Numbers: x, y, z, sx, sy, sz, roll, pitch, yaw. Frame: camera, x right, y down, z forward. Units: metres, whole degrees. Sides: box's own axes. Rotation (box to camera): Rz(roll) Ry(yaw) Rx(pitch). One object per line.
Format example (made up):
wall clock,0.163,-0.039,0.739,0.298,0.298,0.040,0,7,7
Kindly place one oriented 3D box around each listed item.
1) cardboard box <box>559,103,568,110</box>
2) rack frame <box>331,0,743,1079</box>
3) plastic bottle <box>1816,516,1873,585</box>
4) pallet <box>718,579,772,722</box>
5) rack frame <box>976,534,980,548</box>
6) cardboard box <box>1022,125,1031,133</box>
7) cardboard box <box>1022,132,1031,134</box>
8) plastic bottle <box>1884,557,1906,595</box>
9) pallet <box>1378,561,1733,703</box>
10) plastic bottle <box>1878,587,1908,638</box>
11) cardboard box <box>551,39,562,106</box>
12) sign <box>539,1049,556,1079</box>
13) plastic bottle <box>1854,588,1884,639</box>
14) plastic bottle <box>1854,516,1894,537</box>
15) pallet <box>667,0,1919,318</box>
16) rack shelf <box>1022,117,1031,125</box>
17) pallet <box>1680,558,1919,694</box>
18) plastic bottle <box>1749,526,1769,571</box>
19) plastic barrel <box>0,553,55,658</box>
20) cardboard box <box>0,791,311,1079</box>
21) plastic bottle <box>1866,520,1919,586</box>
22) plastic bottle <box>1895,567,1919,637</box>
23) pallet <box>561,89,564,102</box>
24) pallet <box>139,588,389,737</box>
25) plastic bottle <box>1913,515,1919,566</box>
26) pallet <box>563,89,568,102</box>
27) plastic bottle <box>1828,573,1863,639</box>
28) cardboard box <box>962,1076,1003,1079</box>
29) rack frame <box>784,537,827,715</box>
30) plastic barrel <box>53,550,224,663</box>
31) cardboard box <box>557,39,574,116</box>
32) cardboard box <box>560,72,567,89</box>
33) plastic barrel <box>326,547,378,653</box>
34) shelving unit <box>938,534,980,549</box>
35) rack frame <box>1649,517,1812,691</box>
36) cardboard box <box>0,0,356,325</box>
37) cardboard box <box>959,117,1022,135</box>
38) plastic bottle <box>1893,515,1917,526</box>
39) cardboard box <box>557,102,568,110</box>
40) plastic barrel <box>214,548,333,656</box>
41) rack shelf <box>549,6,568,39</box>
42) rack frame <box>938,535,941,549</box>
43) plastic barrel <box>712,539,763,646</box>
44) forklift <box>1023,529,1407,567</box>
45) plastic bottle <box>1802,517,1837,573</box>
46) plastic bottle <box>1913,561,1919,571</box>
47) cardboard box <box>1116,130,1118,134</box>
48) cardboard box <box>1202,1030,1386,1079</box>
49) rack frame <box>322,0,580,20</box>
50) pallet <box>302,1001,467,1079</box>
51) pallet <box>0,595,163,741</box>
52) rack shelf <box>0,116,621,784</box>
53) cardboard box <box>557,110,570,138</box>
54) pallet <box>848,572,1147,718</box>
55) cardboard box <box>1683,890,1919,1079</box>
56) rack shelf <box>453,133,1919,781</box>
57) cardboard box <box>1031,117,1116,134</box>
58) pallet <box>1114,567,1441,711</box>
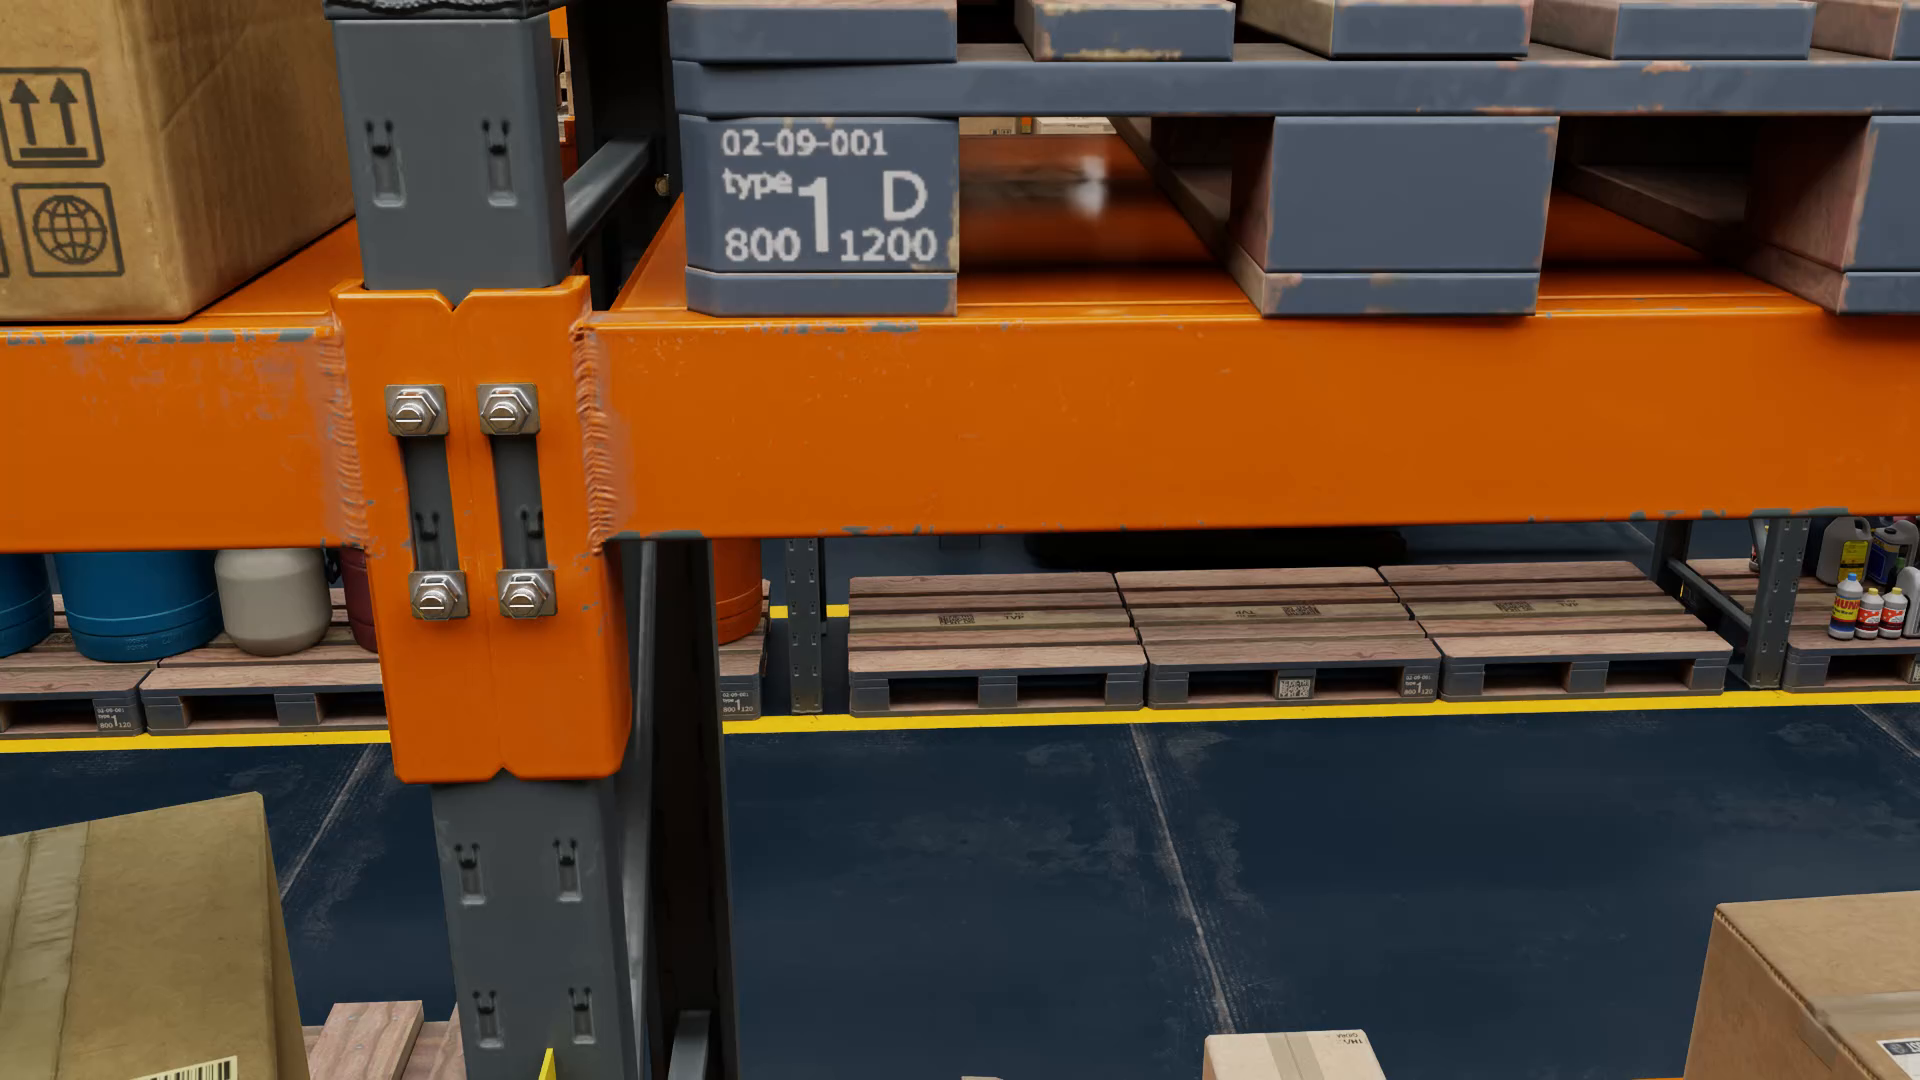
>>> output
cardboard box,-2.459,-2.738,11.457,0.500,0.500,0.500,-2,21,-4
rack frame,-0.371,0.891,2.064,0.127,3.000,1.000,-1,21,-3
plastic bottle,3.979,0.018,7.461,0.185,0.351,0.144,-1,21,-3
pallet,-1.434,0.466,7.101,1.213,0.211,1.003,-1,21,-3
rack frame,0.093,-0.422,8.466,0.006,0.900,0.240,-1,21,-3
cardboard box,0.560,-5.155,21.049,0.625,0.372,0.950,0,21,-1
cardboard box,0.371,-3.536,16.264,0.750,0.750,1.050,-1,21,-2
plastic bottle,4.002,0.209,7.055,0.133,0.283,0.061,-1,21,-3
pallet,2.562,0.383,7.318,1.213,0.211,1.003,-1,21,-3
plastic bottle,3.890,0.298,6.938,0.097,0.201,0.097,0,21,0
cardboard box,-2.983,-3.106,11.013,0.637,0.503,0.797,0,21,-1
sign,-0.330,0.580,1.367,0.005,0.325,0.100,-1,21,-3
plastic bottle,3.789,0.300,6.933,0.097,0.201,0.097,0,21,0
plastic bottle,4.162,-0.037,7.606,0.185,0.351,0.144,-2,21,-6
pallet,0.302,-0.468,1.684,1.003,0.211,1.213,0,21,-1
rack shelf,0.882,-4.096,16.175,4.000,0.370,1.077,-1,21,-3
pallet,4.017,0.355,7.393,1.213,0.211,1.003,-1,21,-3
plastic bottle,3.688,0.034,7.629,0.097,0.201,0.097,0,21,0
plastic barrel,-4.099,-0.008,6.784,0.708,0.901,0.600,-1,21,-3
cardboard box,-0.993,0.701,1.833,0.500,0.500,0.700,-8,22,-21
plastic bottle,4.196,0.050,7.482,0.135,0.276,0.152,-1,21,-3
plastic bottle,4.008,0.251,6.957,0.135,0.276,0.152,0,21,-1
pallet,-4.337,-4.185,15.666,1.213,0.211,1.003,-1,21,-3
pallet,-2.649,0.489,7.039,1.213,0.211,1.003,-1,21,-3
plastic bottle,4.484,-0.043,7.623,0.185,0.351,0.144,-1,21,-3
pallet,-3.089,-4.247,15.831,1.213,0.211,1.003,-1,21,-3
plastic bottle,3.687,0.269,6.915,0.097,0.271,0.097,0,21,0
cardboard box,-0.005,0.941,2.059,0.500,0.311,0.500,0,21,0
rack frame,-0.650,-0.868,6.686,0.127,3.000,1.000,-1,21,-3
plastic barrel,-3.392,-0.022,6.822,0.708,0.901,0.600,-1,21,-3
cardboard box,-2.314,-3.122,11.055,0.637,0.503,0.797,-1,21,-2
cardboard box,-3.657,-4.255,15.345,0.250,0.149,0.380,-2,21,-5
plastic barrel,-2.264,0.101,6.938,0.708,0.588,0.600,-1,21,-3
shelving unit,-0.008,-0.420,8.460,0.210,0.900,0.258,-1,21,-3
rack frame,3.344,-0.950,6.899,0.127,3.000,1.000,-1,21,-3
cardboard box,-0.804,-0.536,1.458,0.500,0.500,0.910,-1,21,-3
cardboard box,0.156,-2.943,11.404,0.500,0.500,0.700,2,21,5
plastic bottle,4.322,-0.023,7.666,0.133,0.283,0.061,0,21,1
cardboard box,-2.958,-2.729,11.432,0.500,0.500,0.500,-1,21,-3
plastic barrel,-2.823,0.180,6.838,0.421,0.512,0.421,0,21,0
rack shelf,-2.646,-1.893,6.174,4.000,0.370,1.077,-1,21,-3
rack frame,-0.110,-0.418,8.455,0.006,0.900,0.240,-1,21,-3
plastic barrel,-1.137,-0.034,6.956,0.708,0.830,0.600,-1,21,-3
forklift,1.832,-1.421,8.234,3.031,2.935,1.130,-1,21,-1
plastic bottle,3.970,-0.033,7.596,0.185,0.351,0.144,-2,21,-4
plastic bottle,4.165,0.163,7.083,0.185,0.351,0.144,-1,21,-3
cardboard box,1.336,-2.886,11.249,0.637,0.503,0.797,1,21,2
cardboard box,0.512,0.892,2.415,0.250,0.149,0.380,-1,21,-3
rack frame,-0.371,-1.912,0.997,0.127,3.000,1.000,-1,21,-3
pallet,-1.043,1.020,1.997,1.003,0.211,1.213,-1,21,-3
pallet,-3.870,0.515,6.971,1.213,0.211,1.003,-1,21,-3
rack shelf,-2.367,-0.134,1.552,4.000,0.370,1.077,-1,21,-3
cardboard box,-2.427,-2.557,10.980,0.500,0.500,0.500,-2,21,-5
pallet,0.126,0.433,7.187,1.213,0.211,1.003,-1,21,-3
cardboard box,1.304,0.805,2.151,0.500,0.500,0.500,-2,21,-6
rack shelf,1.626,-0.215,1.765,4.000,0.370,1.077,-1,21,-3
cardboard box,0.754,-2.706,11.134,0.500,0.250,0.500,-2,21,-5
pallet,1.341,0.409,7.250,1.213,0.211,1.003,-1,21,-3
